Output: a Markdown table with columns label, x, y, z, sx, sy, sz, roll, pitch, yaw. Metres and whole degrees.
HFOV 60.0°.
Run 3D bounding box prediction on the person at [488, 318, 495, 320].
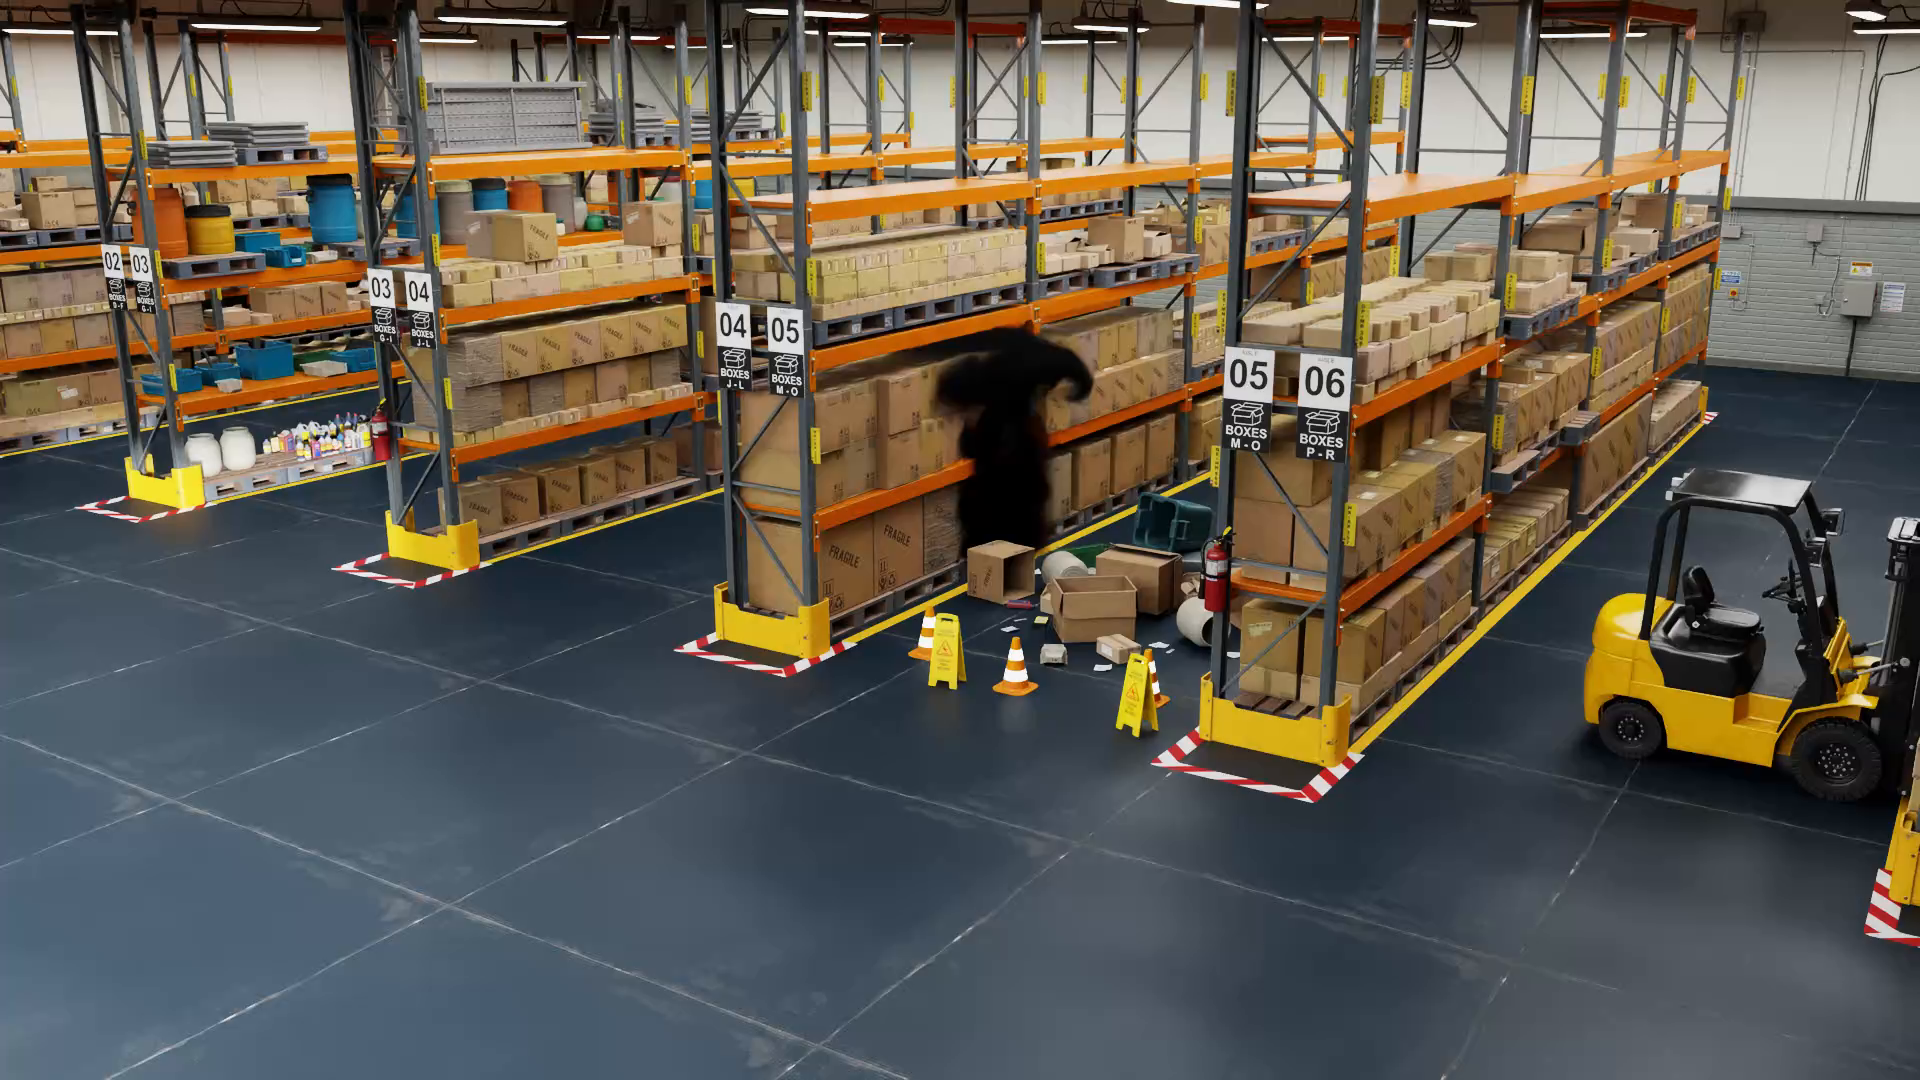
| label | x | y | z | sx | sy | sz | roll | pitch | yaw |
| --- | --- | --- | --- | --- | --- | --- | --- | --- | --- |
| person | -7.409 | -3.034 | 27.204 | 0.594 | 1.569 | 0.709 | 5 | 16 | 17 |

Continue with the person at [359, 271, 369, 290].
| label | x | y | z | sx | sy | sz | roll | pitch | yaw |
| --- | --- | --- | --- | --- | --- | --- | --- | --- | --- |
| person | -11.535 | -4.620 | 32.853 | 0.587 | 1.595 | 0.909 | 4 | 16 | 13 |
